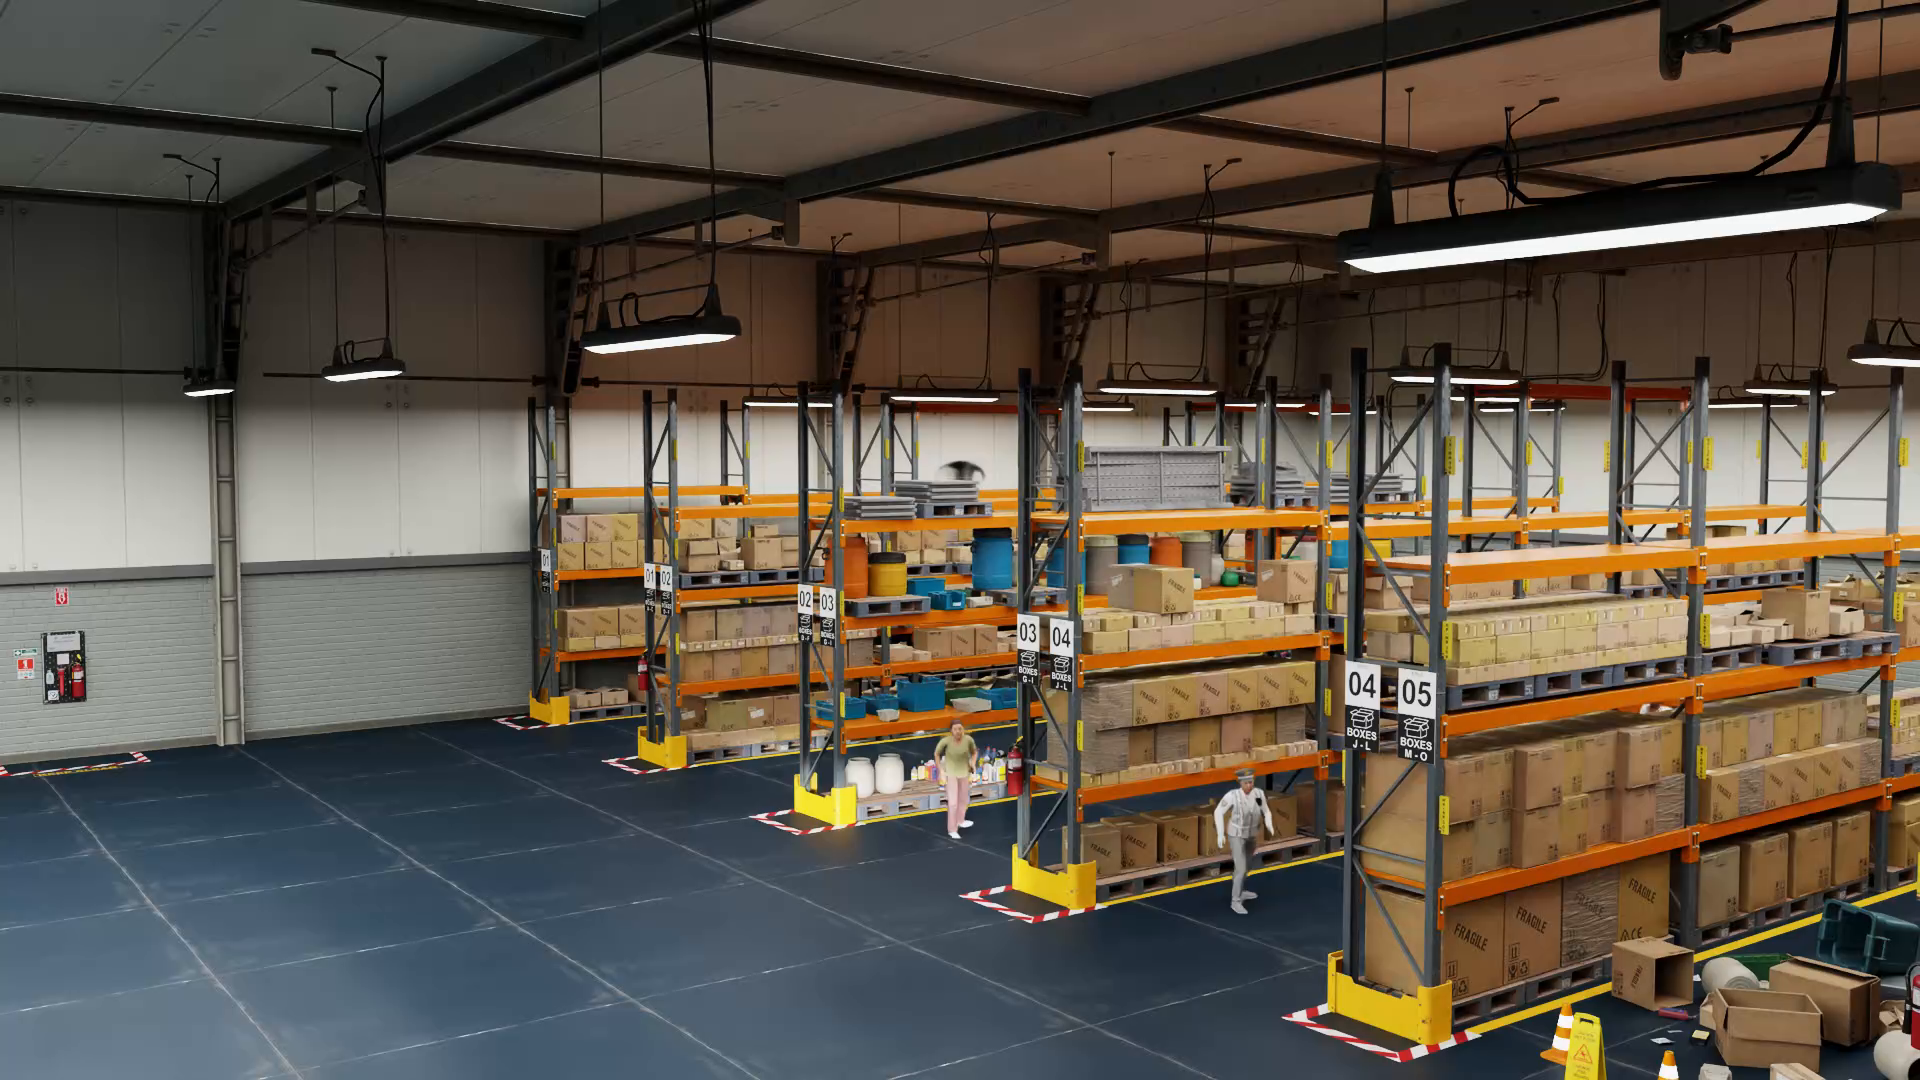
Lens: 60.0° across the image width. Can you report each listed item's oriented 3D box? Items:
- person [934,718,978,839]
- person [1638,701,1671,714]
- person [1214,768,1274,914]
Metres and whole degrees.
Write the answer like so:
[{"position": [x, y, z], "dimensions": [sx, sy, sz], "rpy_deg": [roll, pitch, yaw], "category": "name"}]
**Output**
[{"position": [-0.032, 3.090, 21.814], "dimensions": [0.639, 1.592, 0.826], "rpy_deg": [-1, 4, -23], "category": "person"}, {"position": [9.658, 2.923, 23.193], "dimensions": [0.720, 1.806, 0.757], "rpy_deg": [-1, 4, -20], "category": "person"}, {"position": [3.154, 3.283, 18.376], "dimensions": [0.656, 1.613, 0.808], "rpy_deg": [-2, 4, -26], "category": "person"}]
